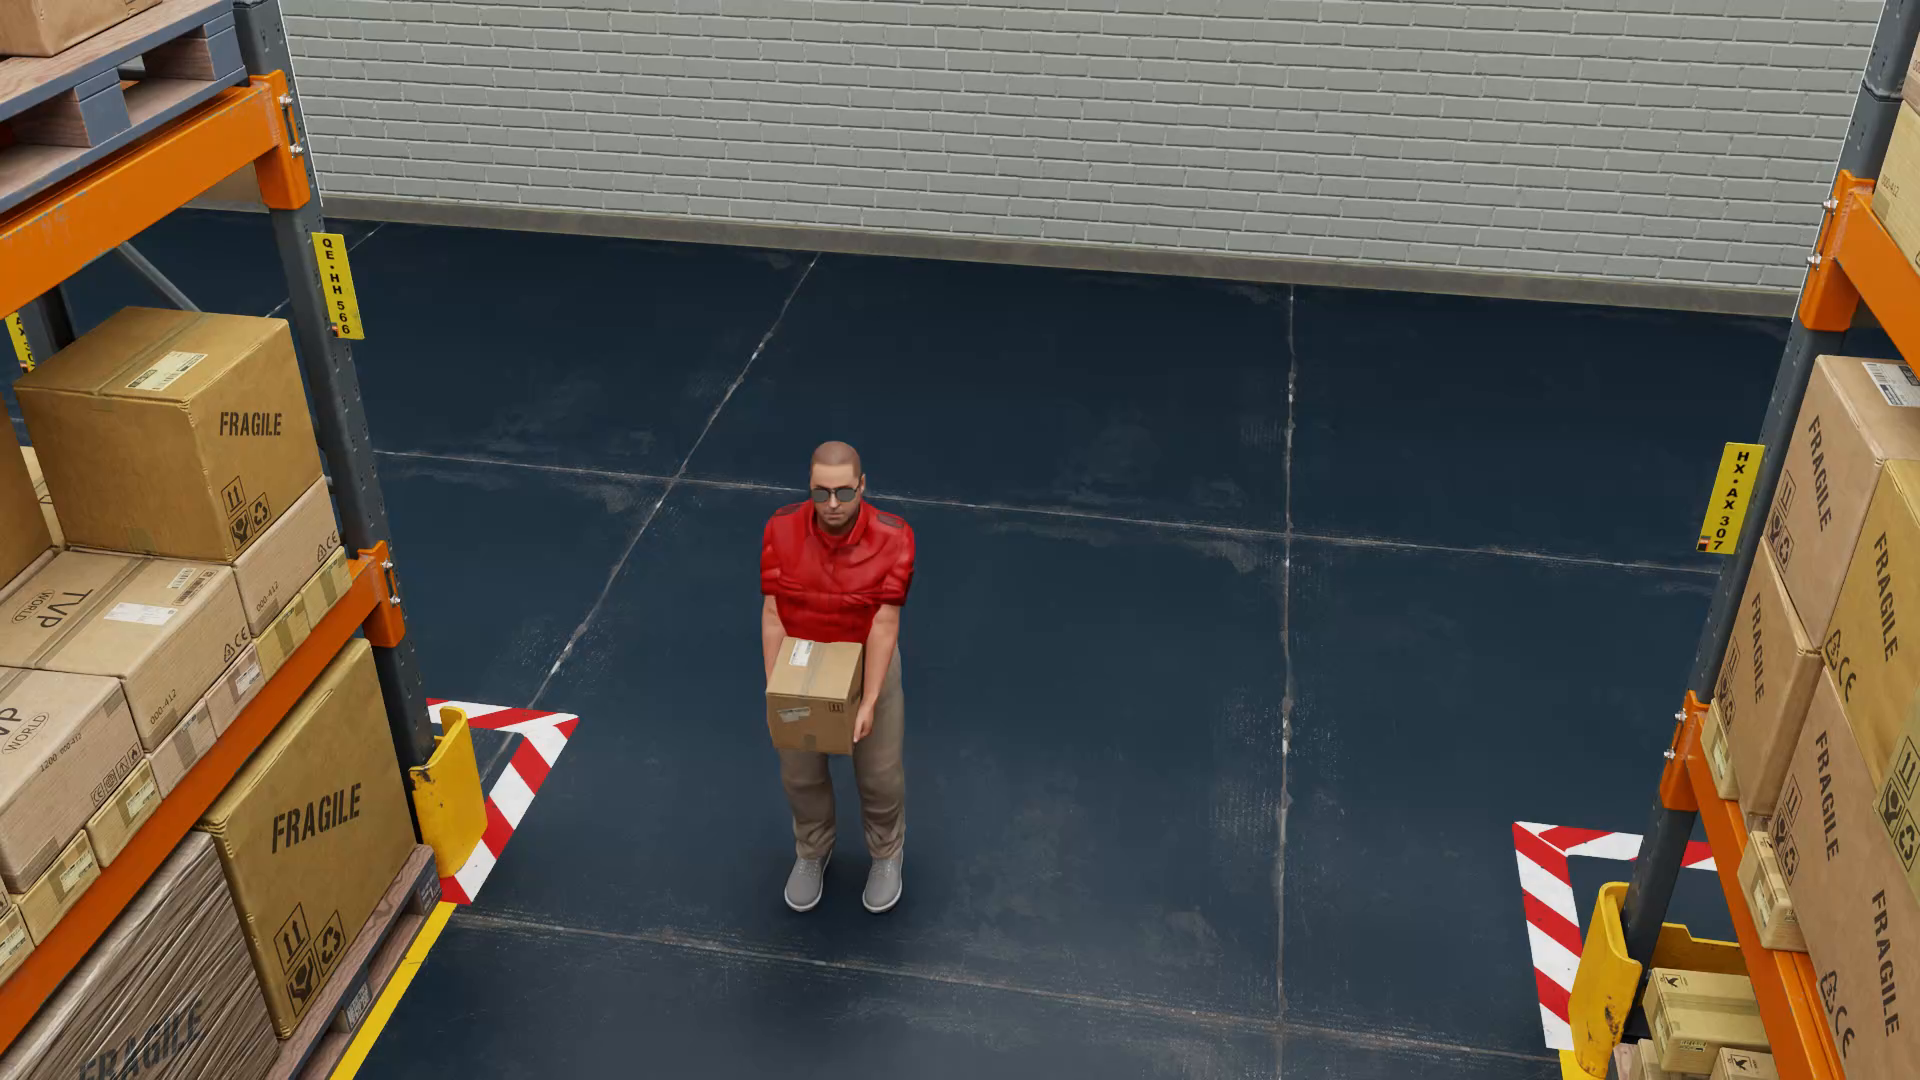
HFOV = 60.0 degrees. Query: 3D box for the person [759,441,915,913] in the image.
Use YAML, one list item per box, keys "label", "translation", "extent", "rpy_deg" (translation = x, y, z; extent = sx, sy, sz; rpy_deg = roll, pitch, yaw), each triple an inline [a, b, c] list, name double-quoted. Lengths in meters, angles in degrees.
- label: "person"
  translation: [-0.395, 0.494, 5.378]
  extent: [0.490, 1.726, 0.541]
  rpy_deg: [5, 33, 8]
